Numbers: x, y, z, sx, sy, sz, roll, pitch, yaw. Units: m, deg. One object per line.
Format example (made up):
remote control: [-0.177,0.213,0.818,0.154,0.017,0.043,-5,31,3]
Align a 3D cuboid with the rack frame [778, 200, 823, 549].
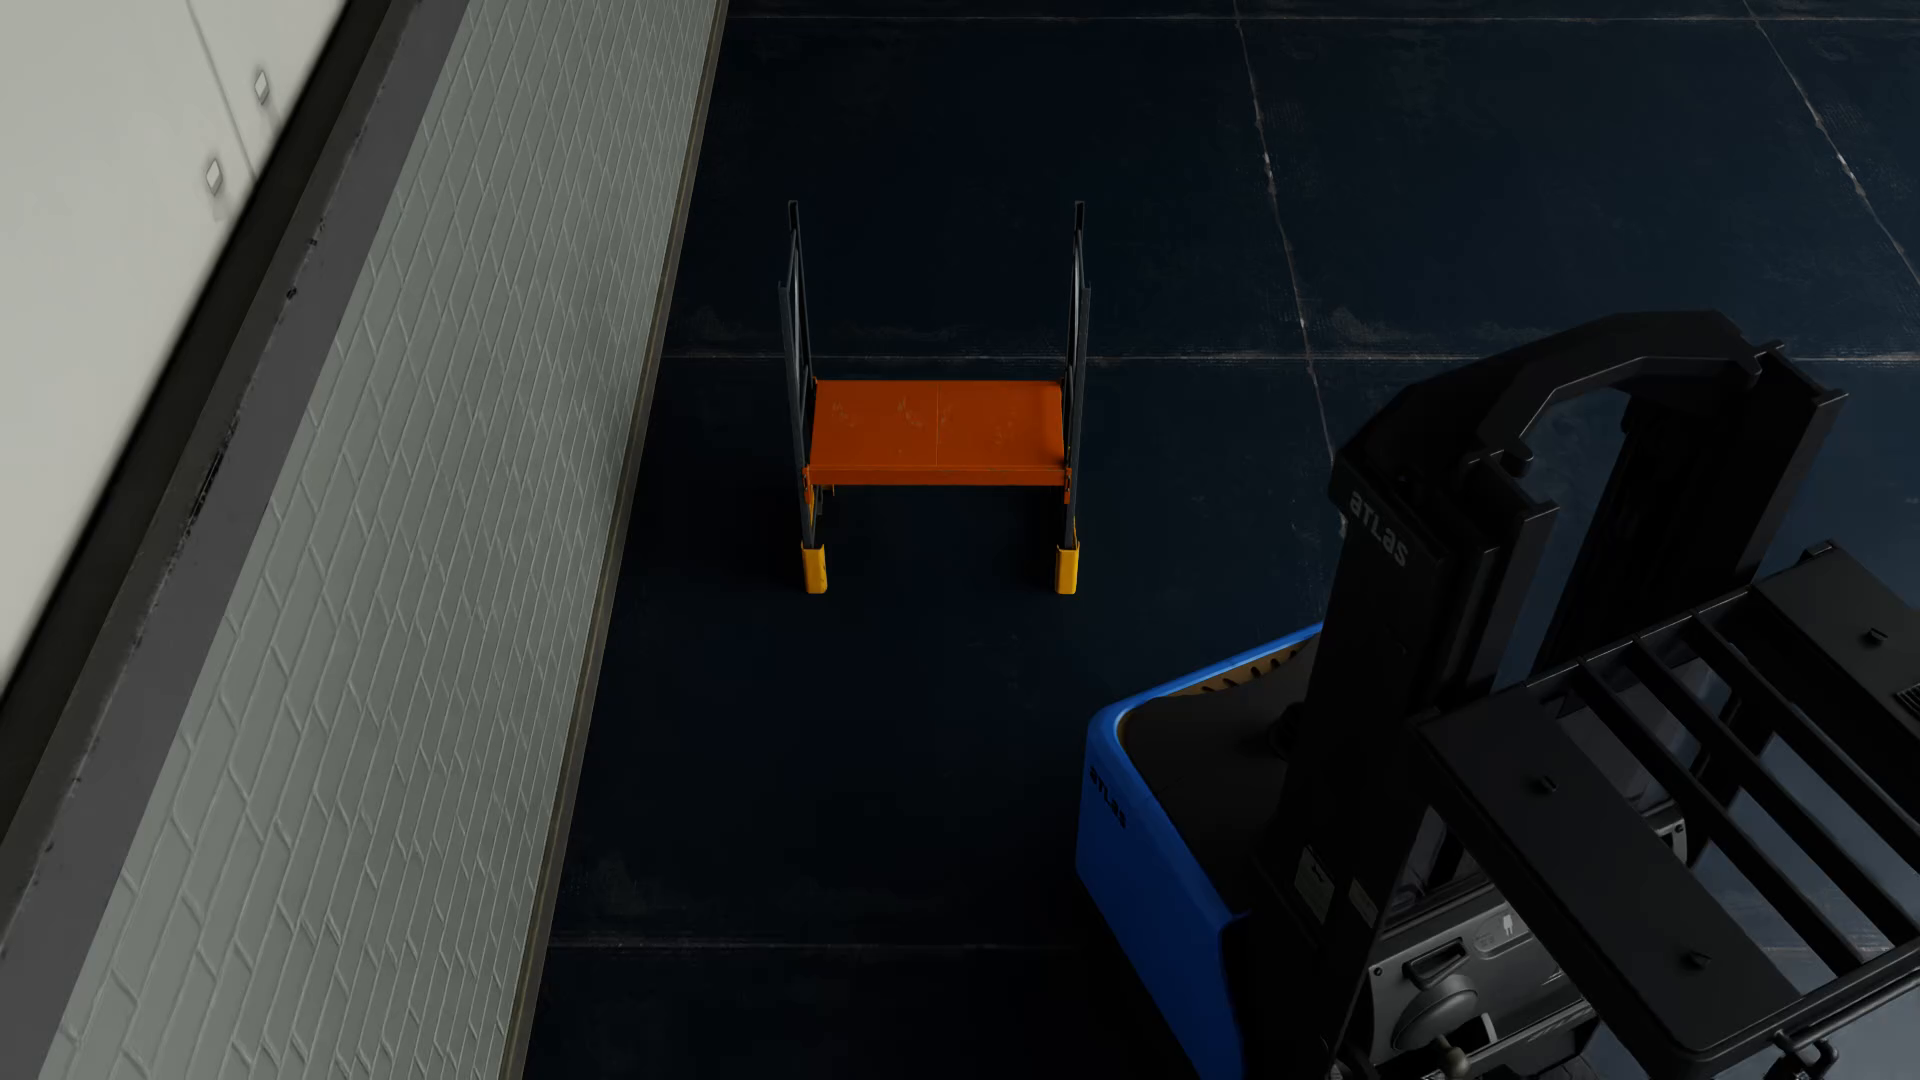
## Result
rack frame: [-0.594,-0.513,6.283,0.032,1.500,0.500,0,47,0]

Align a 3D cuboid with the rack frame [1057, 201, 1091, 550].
rack frame: [0.423,-0.510,6.281,0.032,1.500,0.500,0,47,0]

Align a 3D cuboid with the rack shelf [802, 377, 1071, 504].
rack shelf: [-0.085,-0.389,6.414,1.000,0.185,0.538,0,47,0]

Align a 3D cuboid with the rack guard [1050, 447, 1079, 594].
rack guard: [0.422,-0.084,6.738,0.087,0.250,0.587,0,47,0]

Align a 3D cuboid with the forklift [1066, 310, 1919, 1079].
forklift: [1.450,1.067,3.836,1.130,2.935,3.031,-19,50,-17]

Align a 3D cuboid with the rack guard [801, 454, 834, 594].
rack guard: [-0.574,-0.087,6.741,0.087,0.250,0.587,0,47,0]

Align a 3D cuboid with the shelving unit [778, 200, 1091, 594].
shelving unit: [-0.076,-0.511,6.282,1.083,1.500,0.587,0,47,0]
